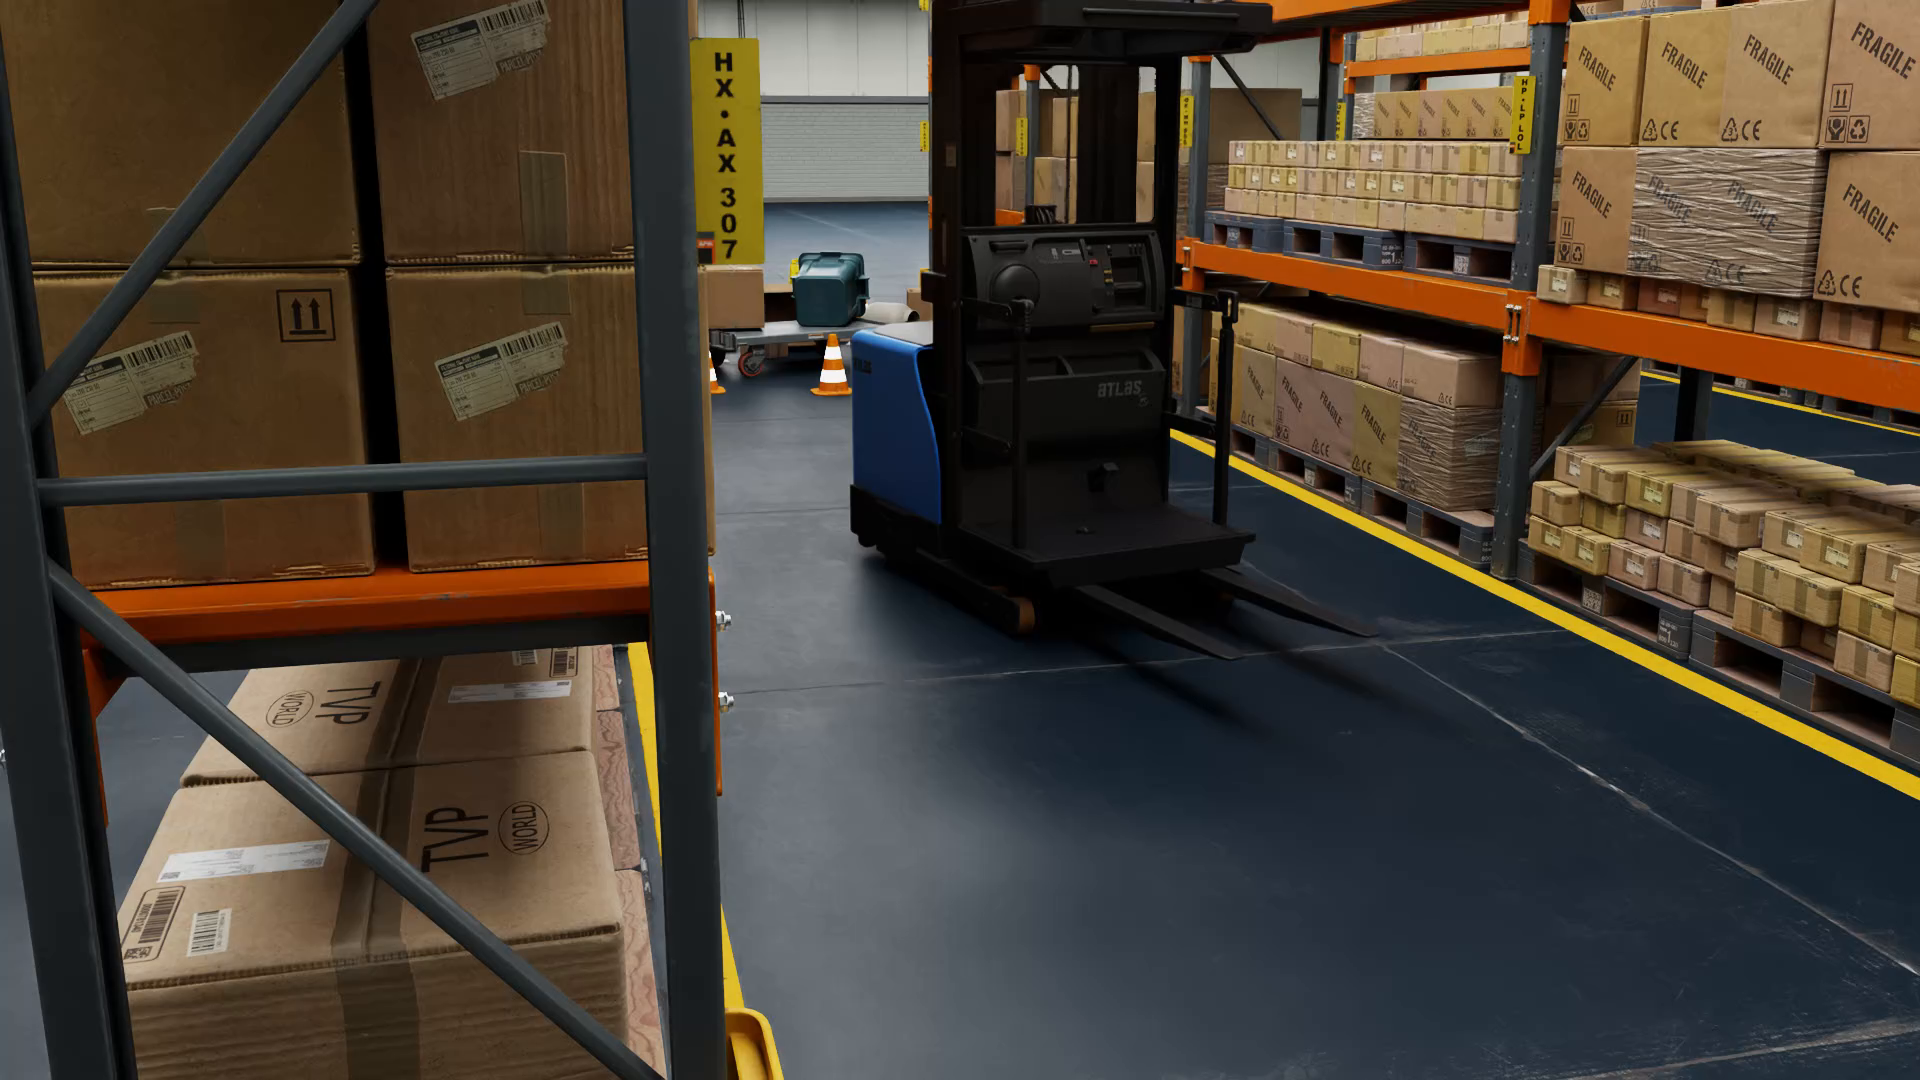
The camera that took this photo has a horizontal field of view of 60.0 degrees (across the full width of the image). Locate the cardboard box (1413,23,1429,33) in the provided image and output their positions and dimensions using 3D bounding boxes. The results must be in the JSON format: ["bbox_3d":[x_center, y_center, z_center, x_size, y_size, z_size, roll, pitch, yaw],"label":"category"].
[{"bbox_3d":[5.104,-5.525,17.877,0.380,0.149,0.250,-4,14,-16],"label":"cardboard box"}]

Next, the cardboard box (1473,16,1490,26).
[{"bbox_3d":[5.367,-5.222,16.635,0.380,0.149,0.250,-4,14,-15],"label":"cardboard box"}]

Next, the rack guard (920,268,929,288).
[{"bbox_3d":[0.141,-2.864,19.095,1.175,0.500,0.348,-3,14,-13],"label":"rack guard"}]

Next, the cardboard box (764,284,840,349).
[{"bbox_3d":[-1.540,-2.147,15.869,0.797,0.637,0.503,-3,14,-13],"label":"cardboard box"}]

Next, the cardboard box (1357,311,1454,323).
[{"bbox_3d":[2.675,-1.204,9.835,0.500,0.250,0.500,-3,14,-12],"label":"cardboard box"}]

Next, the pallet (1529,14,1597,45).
[{"bbox_3d":[5.973,-4.620,15.094,1.213,0.211,1.003,-3,14,-13],"label":"pallet"}]

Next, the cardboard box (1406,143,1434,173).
[{"bbox_3d":[2.497,-1.939,8.434,0.380,0.149,0.250,-3,14,-13],"label":"cardboard box"}]

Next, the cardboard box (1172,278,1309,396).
[{"bbox_3d":[1.970,-1.483,12.034,1.050,0.750,0.750,-3,14,-14],"label":"cardboard box"}]

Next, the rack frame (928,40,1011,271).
[{"bbox_3d":[0.147,-4.072,18.775,1.000,3.000,0.127,-3,14,-13],"label":"rack frame"}]

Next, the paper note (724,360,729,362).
[{"bbox_3d":[-2.167,-1.625,15.016,0.148,0.019,0.142,-3,14,-13],"label":"paper note"}]

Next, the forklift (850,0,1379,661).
[{"bbox_3d":[0.562,-1.149,6.952,1.130,2.935,3.031,-7,15,-26],"label":"forklift"}]

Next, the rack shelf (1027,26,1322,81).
[{"bbox_3d":[1.556,-3.796,12.839,1.077,0.370,4.000,-3,14,-13],"label":"rack shelf"}]

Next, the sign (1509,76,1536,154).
[{"bbox_3d":[2.427,-1.835,7.177,0.100,0.325,0.005,-3,14,-13],"label":"sign"}]

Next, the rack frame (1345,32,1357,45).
[{"bbox_3d":[4.992,-7.240,19.100,1.000,3.000,0.127,-3,14,-13],"label":"rack frame"}]

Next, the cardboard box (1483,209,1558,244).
[{"bbox_3d":[2.680,-1.467,7.754,0.380,0.149,0.250,-4,14,-14],"label":"cardboard box"}]

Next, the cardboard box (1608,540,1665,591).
[{"bbox_3d":[2.910,0.095,6.841,0.380,0.149,0.250,-3,14,-13],"label":"cardboard box"}]

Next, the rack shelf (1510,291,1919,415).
[{"bbox_3d":[3.435,-0.493,5.641,1.077,0.370,4.000,-3,14,-13],"label":"rack shelf"}]

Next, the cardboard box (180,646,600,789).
[{"bbox_3d":[-1.358,0.601,4.159,0.875,0.438,0.875,-3,14,-12],"label":"cardboard box"}]

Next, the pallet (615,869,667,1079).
[{"bbox_3d":[-1.147,1.093,3.511,1.003,0.211,1.213,-3,14,-13],"label":"pallet"}]

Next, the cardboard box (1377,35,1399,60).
[{"bbox_3d":[4.981,-5.466,18.474,0.500,0.250,0.500,-4,14,-14],"label":"cardboard box"}]

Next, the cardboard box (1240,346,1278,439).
[{"bbox_3d":[2.066,-0.923,10.268,0.500,0.500,0.500,-3,14,-13],"label":"cardboard box"}]

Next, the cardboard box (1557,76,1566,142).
[{"bbox_3d":[5.982,-3.707,15.131,1.000,1.000,1.000,-3,14,-13],"label":"cardboard box"}]

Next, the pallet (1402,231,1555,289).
[{"bbox_3d":[2.927,-1.395,8.222,1.003,0.211,1.213,-3,14,-13],"label":"pallet"}]

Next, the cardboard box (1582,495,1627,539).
[{"bbox_3d":[2.886,-0.113,7.064,0.380,0.149,0.250,-3,14,-13],"label":"cardboard box"}]

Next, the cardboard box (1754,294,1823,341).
[{"bbox_3d":[3.070,-0.797,5.900,0.380,0.149,0.250,-3,14,-11],"label":"cardboard box"}]

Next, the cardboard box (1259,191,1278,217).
[{"bbox_3d":[2.062,-2.070,10.225,0.380,0.149,0.250,-3,14,-10],"label":"cardboard box"}]

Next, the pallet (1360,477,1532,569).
[{"bbox_3d":[2.781,-0.129,8.510,1.003,0.211,1.213,-3,14,-13],"label":"pallet"}]

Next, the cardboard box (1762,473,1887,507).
[{"bbox_3d":[3.451,-0.167,6.657,0.380,0.149,0.250,-3,14,-11],"label":"cardboard box"}]

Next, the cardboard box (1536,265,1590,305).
[{"bbox_3d":[2.714,-1.098,7.132,0.380,0.149,0.250,-3,14,-11],"label":"cardboard box"}]

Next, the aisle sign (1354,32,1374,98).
[{"bbox_3d":[4.686,-5.586,19.493,0.394,0.787,0.004,-3,14,-13],"label":"aisle sign"}]

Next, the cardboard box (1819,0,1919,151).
[{"bbox_3d":[3.178,-1.510,5.343,0.500,0.500,0.500,-4,14,-15],"label":"cardboard box"}]

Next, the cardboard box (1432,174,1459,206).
[{"bbox_3d":[2.562,-1.729,8.203,0.380,0.149,0.250,-3,14,-11],"label":"cardboard box"}]

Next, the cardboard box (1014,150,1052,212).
[{"bbox_3d":[0.988,-3.307,15.326,0.875,0.550,0.550,-3,14,-13],"label":"cardboard box"}]

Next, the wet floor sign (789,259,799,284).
[{"bbox_3d":[-1.784,-2.825,18.630,0.267,0.644,0.232,-6,15,-23],"label":"wet floor sign"}]

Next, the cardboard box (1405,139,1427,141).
[{"bbox_3d":[5.404,-4.164,18.312,0.875,0.500,0.500,-3,14,-13],"label":"cardboard box"}]

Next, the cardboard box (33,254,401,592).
[{"bbox_3d":[-1.254,-0.227,2.826,0.500,0.500,0.500,-3,14,-13],"label":"cardboard box"}]

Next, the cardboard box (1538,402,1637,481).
[{"bbox_3d":[3.050,-0.479,8.449,0.500,0.500,0.500,-3,14,-11],"label":"cardboard box"}]

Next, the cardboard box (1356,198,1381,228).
[{"bbox_3d":[2.371,-1.767,8.984,0.380,0.149,0.250,-3,14,-11],"label":"cardboard box"}]

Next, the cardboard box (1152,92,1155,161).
[{"bbox_3d":[1.810,-2.982,11.994,0.700,0.500,0.500,-3,14,-14],"label":"cardboard box"}]

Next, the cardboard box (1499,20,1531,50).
[{"bbox_3d":[5.571,-4.878,16.067,0.500,0.250,0.500,-3,14,-11],"label":"cardboard box"}]

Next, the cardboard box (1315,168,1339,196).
[{"bbox_3d":[2.248,-2.034,9.448,0.380,0.149,0.250,-3,14,-14],"label":"cardboard box"}]

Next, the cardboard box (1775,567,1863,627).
[{"bbox_3d":[3.112,0.189,5.830,0.380,0.149,0.250,-3,14,-13],"label":"cardboard box"}]

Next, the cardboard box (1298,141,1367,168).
[{"bbox_3d":[2.192,-2.238,9.659,0.380,0.149,0.250,-3,14,-11],"label":"cardboard box"}]

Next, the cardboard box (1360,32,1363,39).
[{"bbox_3d":[4.832,-5.827,19.113,0.380,0.149,0.250,-3,14,-14],"label":"cardboard box"}]

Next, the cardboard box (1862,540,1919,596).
[{"bbox_3d":[3.276,0.100,5.567,0.380,0.149,0.250,-4,14,-15],"label":"cardboard box"}]

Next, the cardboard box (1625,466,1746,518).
[{"bbox_3d":[2.959,-0.199,6.788,0.380,0.149,0.250,-3,14,-14],"label":"cardboard box"}]

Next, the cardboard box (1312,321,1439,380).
[{"bbox_3d":[2.299,-1.056,9.232,0.500,0.250,0.500,-4,14,-16],"label":"cardboard box"}]

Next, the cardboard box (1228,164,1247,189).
[{"bbox_3d":[1.944,-2.331,10.664,0.380,0.149,0.250,-3,14,-11],"label":"cardboard box"}]

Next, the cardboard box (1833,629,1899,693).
[{"bbox_3d":[3.205,0.395,5.613,0.380,0.149,0.250,-3,14,-12],"label":"cardboard box"}]

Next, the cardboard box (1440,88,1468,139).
[{"bbox_3d":[5.323,-4.401,17.175,0.500,0.500,0.500,-3,14,-13],"label":"cardboard box"}]
